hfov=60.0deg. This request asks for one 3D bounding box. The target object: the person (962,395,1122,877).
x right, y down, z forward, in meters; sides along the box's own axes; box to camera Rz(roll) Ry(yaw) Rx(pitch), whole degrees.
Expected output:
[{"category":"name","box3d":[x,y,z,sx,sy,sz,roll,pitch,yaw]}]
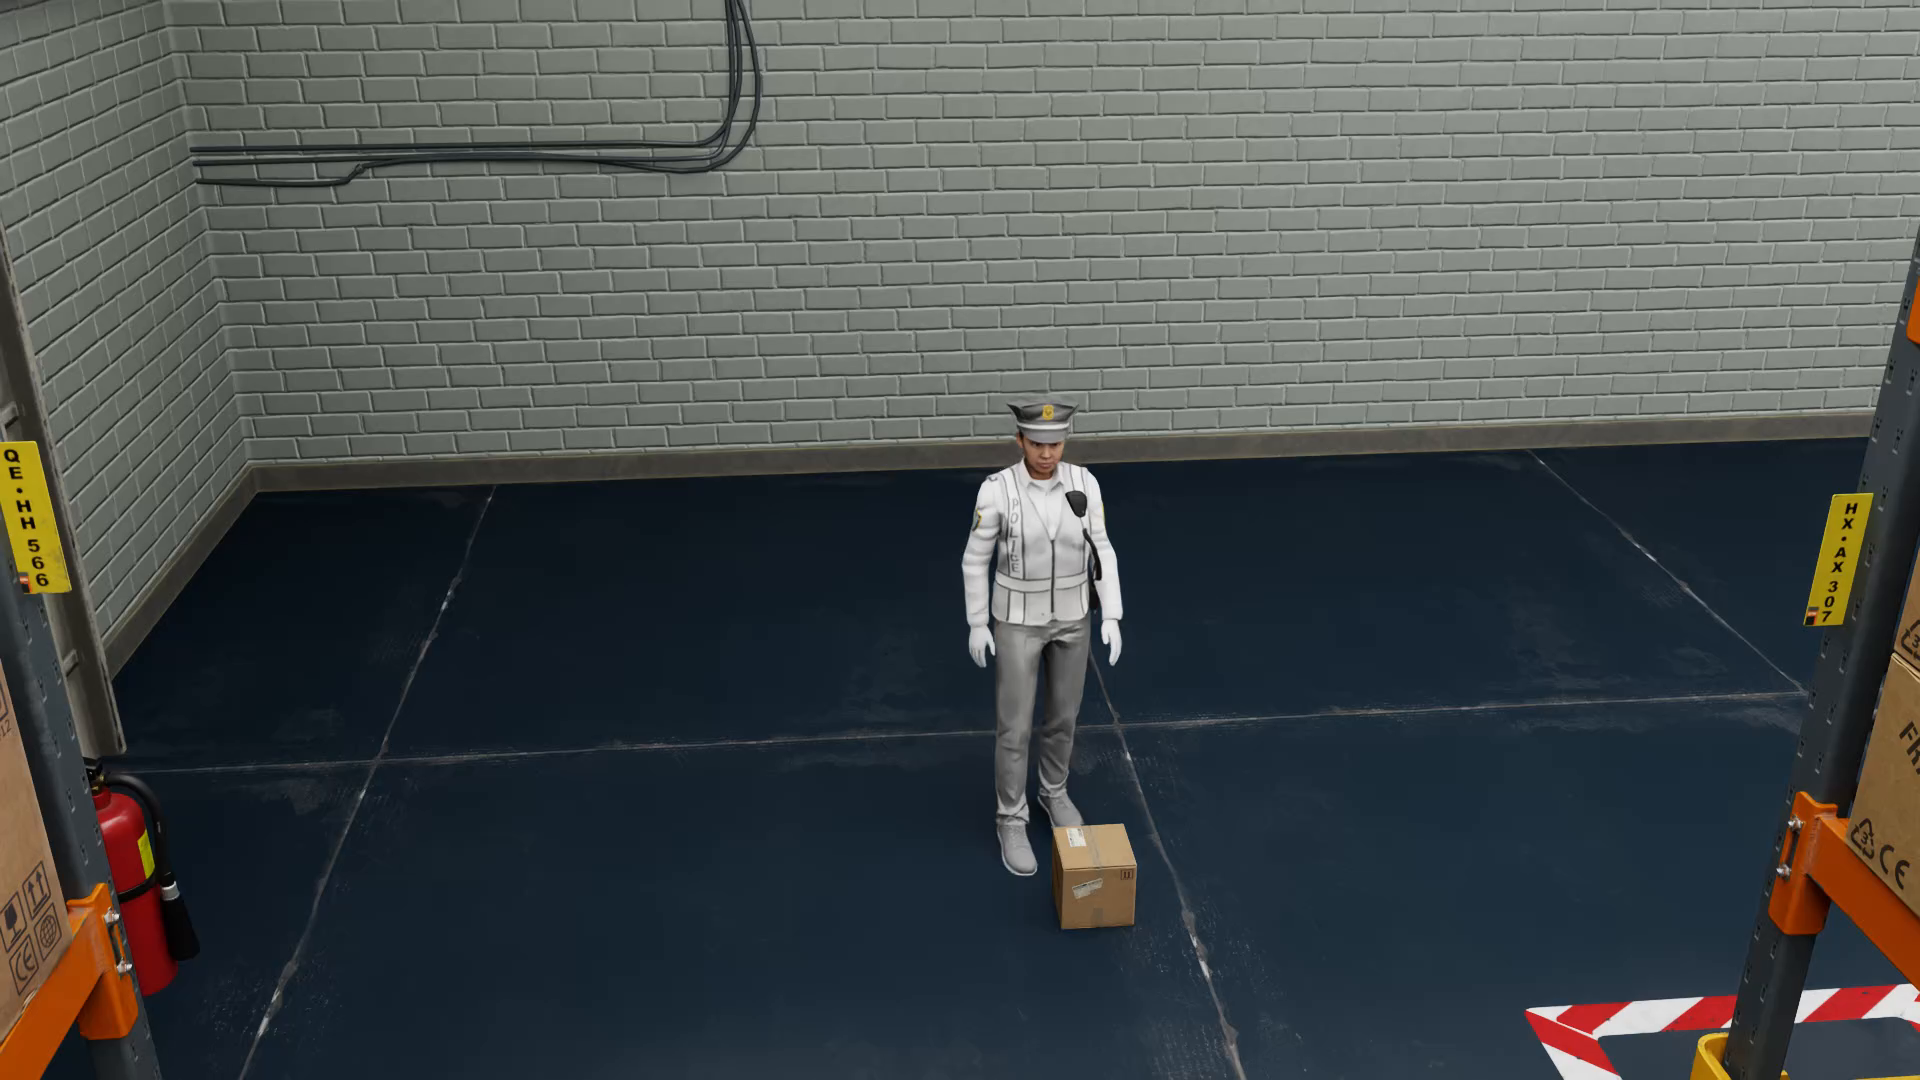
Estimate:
[{"category":"person","box3d":[0.308,0.325,5.845,0.538,1.702,0.493,-6,25,-14]}]
